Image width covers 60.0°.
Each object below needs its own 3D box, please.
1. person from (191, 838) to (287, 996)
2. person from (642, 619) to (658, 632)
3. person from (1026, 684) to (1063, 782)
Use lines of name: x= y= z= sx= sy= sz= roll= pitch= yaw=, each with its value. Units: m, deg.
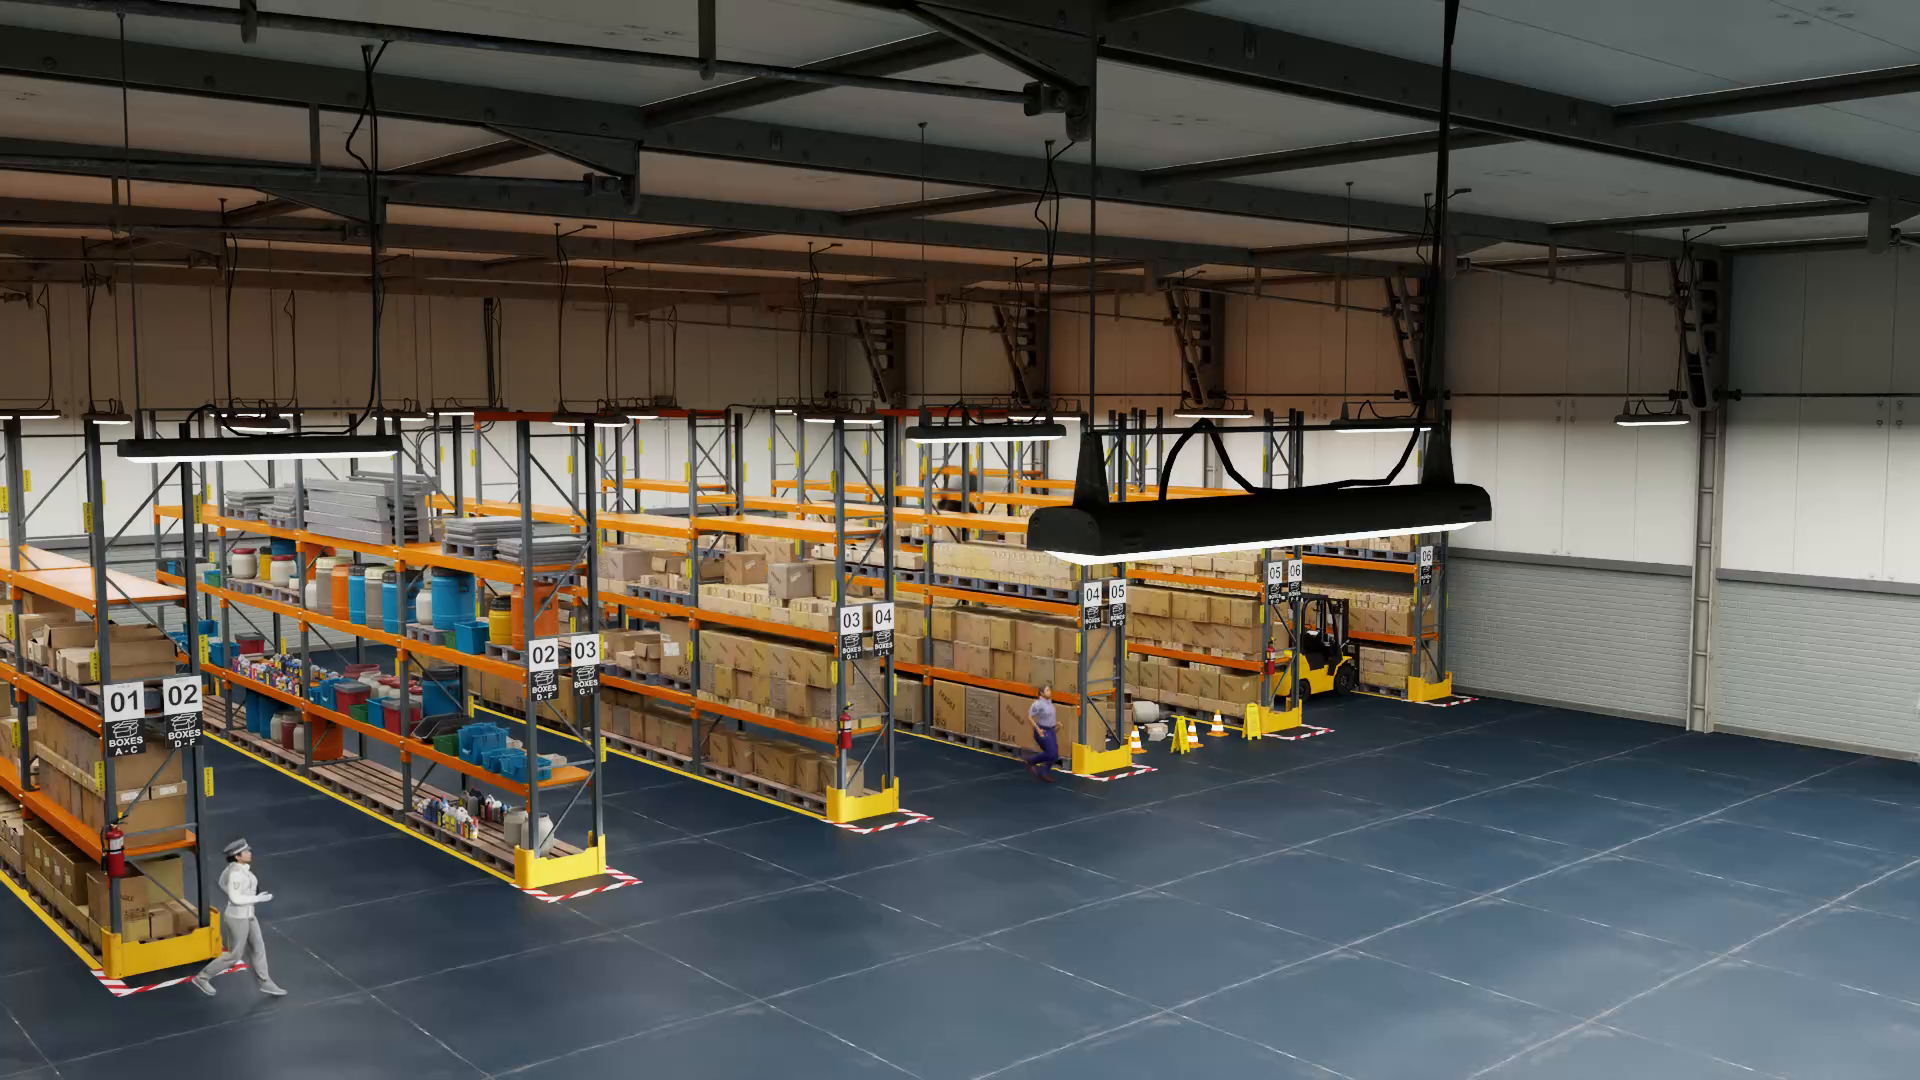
person: x=-7.545 y=3.961 z=17.374 sx=0.910 sy=1.718 sz=0.623 roll=-1 pitch=5 yaw=-16
person: x=-7.755 y=1.828 z=41.682 sx=0.560 sy=1.711 sz=0.677 roll=3 pitch=6 yaw=34
person: x=1.390 y=3.155 z=27.162 sx=0.549 sy=1.602 sz=0.595 roll=3 pitch=6 yaw=31
